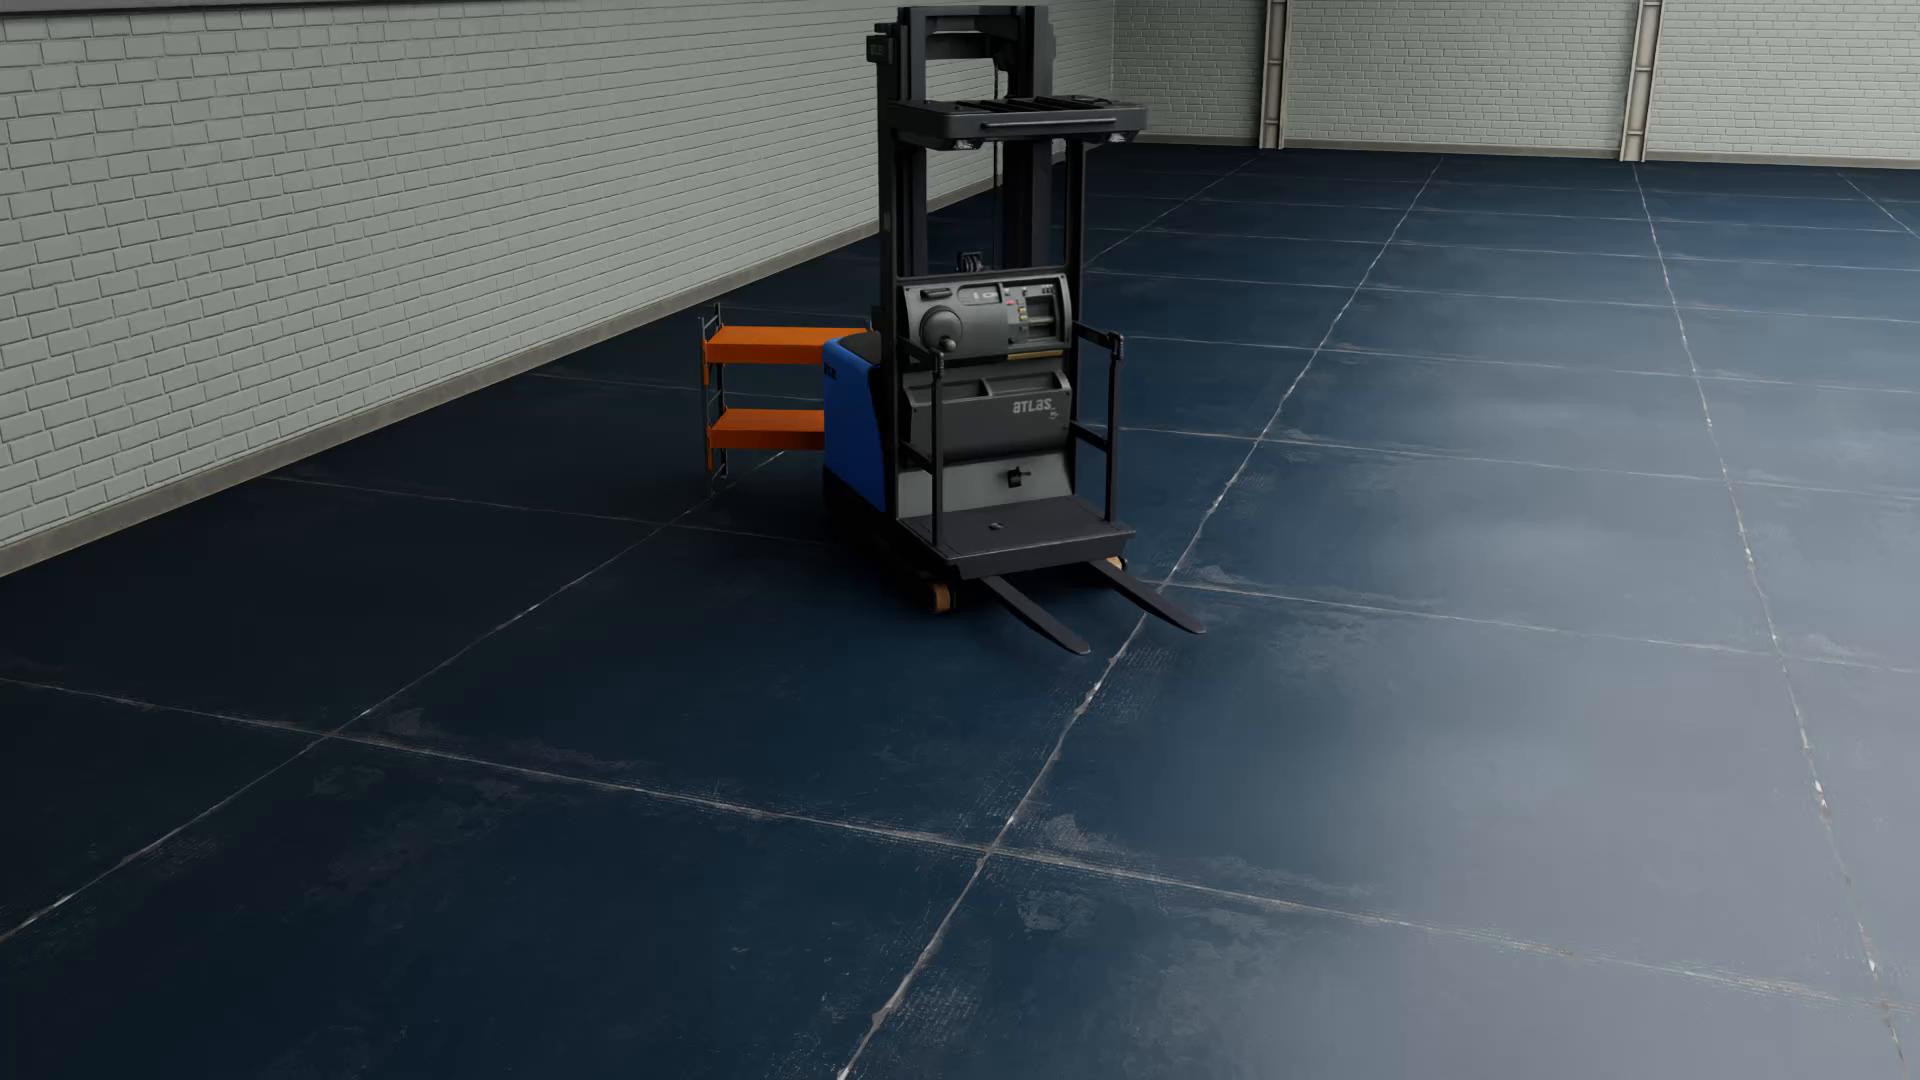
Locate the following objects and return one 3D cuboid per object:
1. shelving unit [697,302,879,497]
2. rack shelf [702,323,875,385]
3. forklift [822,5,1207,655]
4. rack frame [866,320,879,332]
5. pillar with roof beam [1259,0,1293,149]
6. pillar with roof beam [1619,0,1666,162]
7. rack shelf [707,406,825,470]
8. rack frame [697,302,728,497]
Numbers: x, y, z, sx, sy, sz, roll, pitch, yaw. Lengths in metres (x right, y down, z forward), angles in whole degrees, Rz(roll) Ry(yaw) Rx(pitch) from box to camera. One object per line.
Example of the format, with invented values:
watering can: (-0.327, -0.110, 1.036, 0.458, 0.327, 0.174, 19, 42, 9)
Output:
shelving unit: (-1.035, -0.866, 10.351, 1.048, 1.125, 0.538, 1, 19, 4)
rack shelf: (-1.035, -1.142, 10.255, 1.000, 0.278, 0.538, 1, 19, 4)
forklift: (0.234, -1.164, 8.464, 1.130, 2.935, 3.031, -8, 21, -22)
rack frame: (-0.528, -0.853, 10.316, 0.032, 1.125, 0.500, 1, 19, 4)
pillar with roof beam: (4.133, -9.899, 24.303, 0.400, 9.000, 9.100, 7, 20, 18)
pillar with roof beam: (9.801, -9.251, 22.444, 0.400, 9.000, 9.100, 7, 20, 18)
rack shelf: (-1.035, -0.635, 10.431, 1.000, 0.278, 0.538, 1, 19, 4)
rack frame: (-1.542, -0.878, 10.386, 0.032, 1.125, 0.500, 1, 19, 4)
